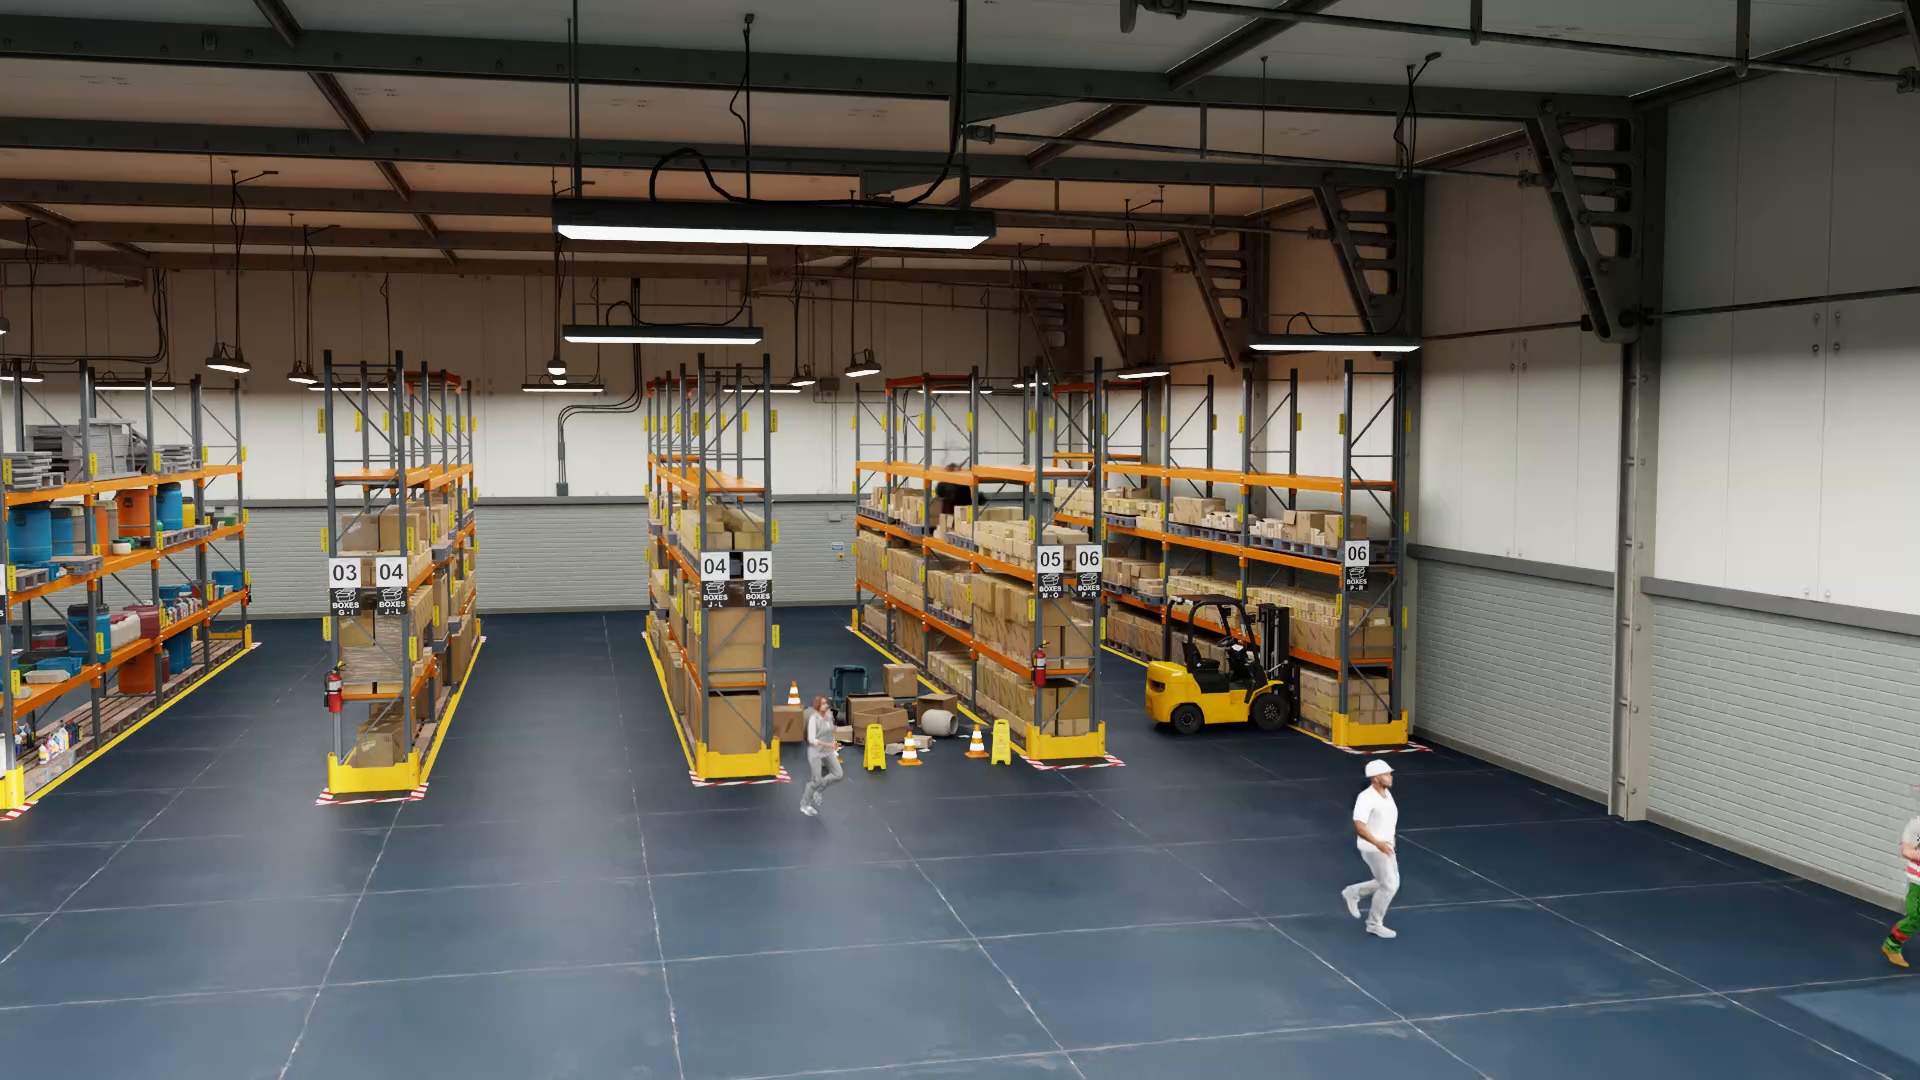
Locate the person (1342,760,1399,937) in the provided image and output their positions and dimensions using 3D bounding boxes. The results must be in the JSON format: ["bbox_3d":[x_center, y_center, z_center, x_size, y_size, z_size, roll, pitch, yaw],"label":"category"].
[{"bbox_3d":[4.035,3.008,16.359,0.602,1.716,0.733,2,5,31],"label":"person"}]

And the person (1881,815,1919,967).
[{"bbox_3d":[8.691,3.077,14.917,0.676,1.808,0.905,-1,4,-14],"label":"person"}]

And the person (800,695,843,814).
[{"bbox_3d":[-1.741,2.745,21.247,0.690,1.554,0.570,3,5,39],"label":"person"}]
